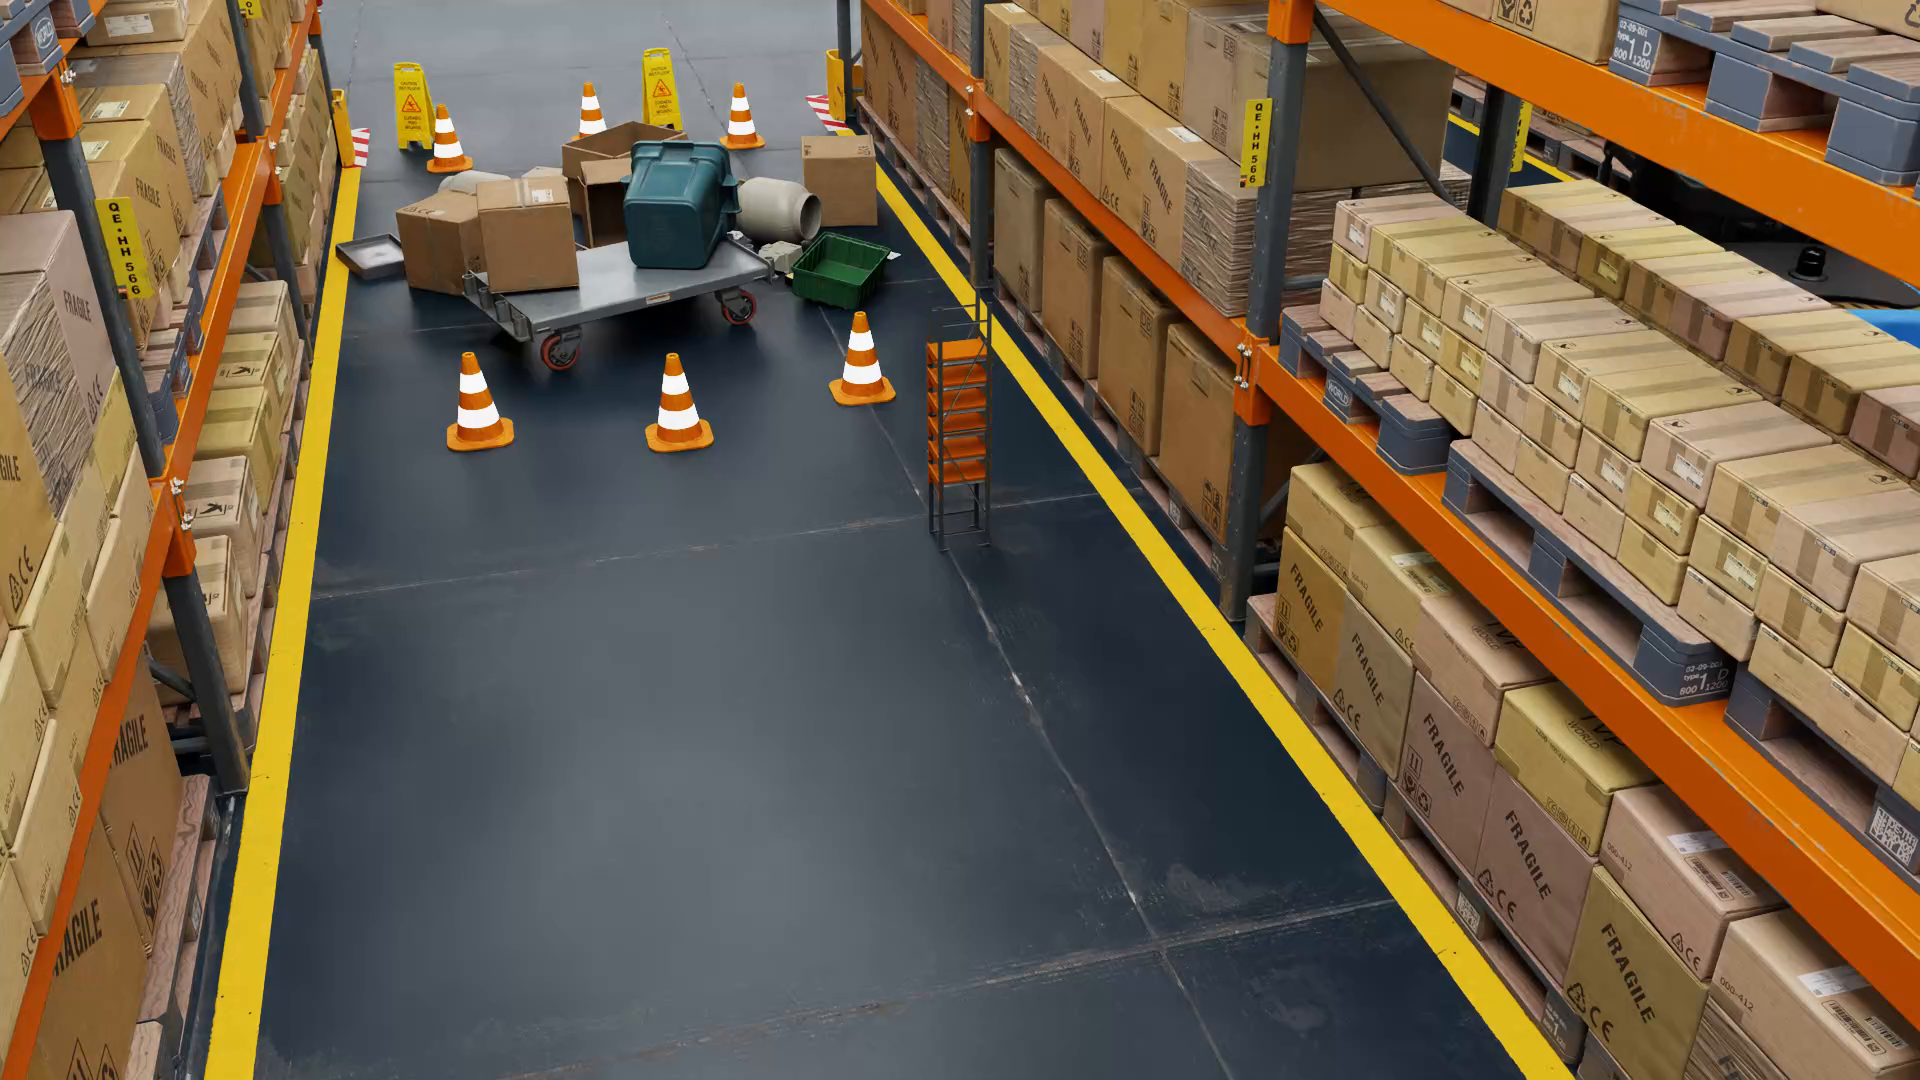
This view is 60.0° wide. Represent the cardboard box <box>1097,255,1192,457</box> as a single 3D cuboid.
[{"bbox_3d":[1.312,-0.969,8.255,1.050,0.750,0.750,-7,31,-13],"label":"cardboard box"}]

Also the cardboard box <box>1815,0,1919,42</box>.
[{"bbox_3d":[2.400,-1.389,3.639,0.797,0.503,0.637,-8,31,-14],"label":"cardboard box"}]

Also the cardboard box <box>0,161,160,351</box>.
[{"bbox_3d":[-3.020,-0.927,5.542,0.500,0.500,0.500,-9,31,-15],"label":"cardboard box"}]

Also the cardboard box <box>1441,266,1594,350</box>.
[{"bbox_3d":[1.763,-0.738,5.268,0.380,0.149,0.250,-9,31,-15],"label":"cardboard box"}]

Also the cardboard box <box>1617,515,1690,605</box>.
[{"bbox_3d":[2.039,0.032,4.532,0.380,0.149,0.250,-7,31,-11],"label":"cardboard box"}]

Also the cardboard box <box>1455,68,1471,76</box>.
[{"bbox_3d":[4.457,-4.303,14.266,0.500,0.500,0.500,-2,30,-4],"label":"cardboard box"}]

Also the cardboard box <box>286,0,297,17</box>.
[{"bbox_3d":[-4.579,-3.651,10.667,0.500,0.500,0.500,-8,31,-13],"label":"cardboard box"}]

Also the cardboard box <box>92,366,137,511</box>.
[{"bbox_3d":[-2.750,-0.277,4.885,0.500,0.250,0.500,-8,31,-13],"label":"cardboard box"}]

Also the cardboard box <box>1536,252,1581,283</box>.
[{"bbox_3d":[2.265,-0.928,5.893,0.380,0.149,0.250,-7,31,-11],"label":"cardboard box"}]

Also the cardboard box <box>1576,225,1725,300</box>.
[{"bbox_3d":[2.328,-0.939,5.616,0.380,0.149,0.250,-7,31,-12],"label":"cardboard box"}]

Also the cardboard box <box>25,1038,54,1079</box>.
[{"bbox_3d":[-2.551,1.620,3.658,0.875,0.875,0.875,-7,31,-12],"label":"cardboard box"}]

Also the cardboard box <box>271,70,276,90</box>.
[{"bbox_3d":[-4.209,-2.707,9.683,0.380,0.149,0.250,-7,31,-12],"label":"cardboard box"}]

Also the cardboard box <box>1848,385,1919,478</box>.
[{"bbox_3d":[2.679,-0.307,4.524,0.380,0.149,0.250,-7,31,-11],"label":"cardboard box"}]

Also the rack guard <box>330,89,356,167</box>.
[{"bbox_3d":[-5.227,-3.071,12.556,1.175,0.500,0.348,-8,31,-13],"label":"rack guard"}]

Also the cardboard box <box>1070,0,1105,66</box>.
[{"bbox_3d":[0.970,-2.709,8.338,0.700,0.500,0.500,-8,31,-13],"label":"cardboard box"}]

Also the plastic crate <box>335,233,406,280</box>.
[{"bbox_3d":[-3.811,-1.861,10.886,0.402,0.080,0.583,-20,35,-30],"label":"plastic crate"}]

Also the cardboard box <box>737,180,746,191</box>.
[{"bbox_3d":[-1.672,-2.366,11.573,0.396,0.266,0.258,-3,30,-5],"label":"cardboard box"}]

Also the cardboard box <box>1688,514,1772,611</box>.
[{"bbox_3d":[2.109,0.027,4.244,0.380,0.149,0.250,-9,31,-16],"label":"cardboard box"}]

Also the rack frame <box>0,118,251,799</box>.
[{"bbox_3d":[-3.124,-0.326,5.318,1.000,3.000,0.127,-8,31,-13],"label":"rack frame"}]

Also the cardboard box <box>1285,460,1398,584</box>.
[{"bbox_3d":[1.572,-0.092,6.242,0.500,0.250,0.500,-9,31,-16],"label":"cardboard box"}]

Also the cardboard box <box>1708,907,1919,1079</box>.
[{"bbox_3d":[2.242,1.149,4.098,0.500,0.250,0.500,-9,31,-15],"label":"cardboard box"}]

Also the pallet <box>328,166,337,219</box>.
[{"bbox_3d":[-5.045,-2.549,11.943,1.003,0.211,1.213,-8,31,-13],"label":"pallet"}]

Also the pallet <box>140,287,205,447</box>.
[{"bbox_3d":[-3.415,-0.573,5.936,1.213,0.211,1.003,-8,31,-13],"label":"pallet"}]

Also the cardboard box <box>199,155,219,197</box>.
[{"bbox_3d":[-3.526,-1.624,7.393,0.380,0.149,0.250,-8,31,-13],"label":"cardboard box"}]

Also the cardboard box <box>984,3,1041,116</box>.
[{"bbox_3d":[0.441,-2.718,9.352,0.500,0.500,0.500,-8,31,-13],"label":"cardboard box"}]

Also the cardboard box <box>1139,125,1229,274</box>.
[{"bbox_3d":[1.113,-1.499,7.245,0.500,0.500,0.500,-8,31,-13],"label":"cardboard box"}]

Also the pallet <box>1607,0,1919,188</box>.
[{"bbox_3d":[2.344,-1.130,3.902,1.213,0.211,1.003,-8,31,-13],"label":"pallet"}]

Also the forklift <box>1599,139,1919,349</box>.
[{"bbox_3d":[3.917,-2.086,8.428,1.130,2.935,3.031,1,30,1],"label":"forklift"}]

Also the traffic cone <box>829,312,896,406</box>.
[{"bbox_3d":[-0.539,-1.018,9.047,0.336,0.463,0.334,-8,31,-13],"label":"traffic cone"}]

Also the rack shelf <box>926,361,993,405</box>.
[{"bbox_3d":[-0.004,-0.696,7.364,0.258,0.103,0.180,-8,31,-13],"label":"rack shelf"}]

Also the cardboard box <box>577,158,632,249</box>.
[{"bbox_3d":[-2.084,-2.205,10.922,0.797,0.637,0.503,-8,31,-13],"label":"cardboard box"}]

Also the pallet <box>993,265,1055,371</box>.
[{"bbox_3d":[0.838,-1.395,9.949,1.003,0.211,1.213,-8,31,-13],"label":"pallet"}]

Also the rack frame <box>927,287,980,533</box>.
[{"bbox_3d":[-0.028,-0.570,7.538,0.240,1.200,0.006,-8,31,-13],"label":"rack frame"}]

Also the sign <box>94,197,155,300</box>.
[{"bbox_3d":[-2.589,-0.902,5.158,0.100,0.325,0.005,-8,31,-13],"label":"sign"}]

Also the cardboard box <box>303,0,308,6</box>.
[{"bbox_3d":[-4.767,-3.821,11.608,0.380,0.149,0.250,-8,31,-14],"label":"cardboard box"}]

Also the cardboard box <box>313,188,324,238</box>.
[{"bbox_3d":[-4.377,-2.082,10.679,0.500,0.250,0.500,-8,31,-14],"label":"cardboard box"}]

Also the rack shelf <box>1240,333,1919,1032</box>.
[{"bbox_3d":[2.153,0.245,5.051,1.077,0.370,4.000,-8,31,-13],"label":"rack shelf"}]

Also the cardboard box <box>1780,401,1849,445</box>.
[{"bbox_3d":[2.606,-0.309,4.824,0.380,0.149,0.250,-8,31,-14],"label":"cardboard box"}]

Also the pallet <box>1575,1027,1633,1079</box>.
[{"bbox_3d":[2.476,1.730,4.550,1.003,0.211,1.213,-8,31,-13],"label":"pallet"}]

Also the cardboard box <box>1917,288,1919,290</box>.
[{"bbox_3d":[5.917,-1.612,9.597,0.700,0.500,0.500,-5,30,-9],"label":"cardboard box"}]

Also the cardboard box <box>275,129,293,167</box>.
[{"bbox_3d":[-4.057,-2.244,9.562,0.380,0.149,0.250,-7,31,-13],"label":"cardboard box"}]

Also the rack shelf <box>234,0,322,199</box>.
[{"bbox_3d":[-4.716,-2.912,10.505,1.077,0.370,4.000,-8,31,-13],"label":"rack shelf"}]

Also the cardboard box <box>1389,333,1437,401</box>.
[{"bbox_3d":[1.689,-0.603,5.629,0.380,0.149,0.250,-6,31,-11],"label":"cardboard box"}]

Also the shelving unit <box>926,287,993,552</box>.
[{"bbox_3d":[-0.004,-0.526,7.462,0.258,1.200,0.189,-8,31,-13],"label":"shelving unit"}]

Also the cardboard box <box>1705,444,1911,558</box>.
[{"bbox_3d":[2.119,-0.100,4.166,0.380,0.149,0.250,-9,31,-15],"label":"cardboard box"}]

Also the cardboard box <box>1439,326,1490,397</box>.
[{"bbox_3d":[1.772,-0.593,5.315,0.380,0.149,0.250,-8,31,-13],"label":"cardboard box"}]

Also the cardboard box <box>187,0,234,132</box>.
[{"bbox_3d":[-3.709,-2.179,7.705,0.500,0.500,0.500,-8,31,-13],"label":"cardboard box"}]

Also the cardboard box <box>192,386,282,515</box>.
[{"bbox_3d":[-3.663,-0.367,7.593,0.950,0.372,0.625,-7,31,-12],"label":"cardboard box"}]

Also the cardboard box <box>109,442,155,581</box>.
[{"bbox_3d":[-2.739,-0.051,4.993,0.500,0.250,0.500,-9,31,-15],"label":"cardboard box"}]

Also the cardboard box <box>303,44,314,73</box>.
[{"bbox_3d":[-4.621,-3.266,11.327,0.380,0.149,0.250,-7,31,-12],"label":"cardboard box"}]

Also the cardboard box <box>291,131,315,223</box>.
[{"bbox_3d":[-4.235,-2.152,10.050,0.500,0.500,0.500,-7,31,-11],"label":"cardboard box"}]

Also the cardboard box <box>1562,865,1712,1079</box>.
[{"bbox_3d":[2.109,1.228,4.711,0.500,0.500,0.500,-9,31,-14],"label":"cardboard box"}]

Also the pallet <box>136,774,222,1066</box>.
[{"bbox_3d":[-2.987,1.272,5.342,1.003,0.211,1.213,-8,31,-13],"label":"pallet"}]

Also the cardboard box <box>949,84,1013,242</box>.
[{"bbox_3d":[0.461,-2.540,10.845,0.875,0.875,0.875,-7,31,-13],"label":"cardboard box"}]
